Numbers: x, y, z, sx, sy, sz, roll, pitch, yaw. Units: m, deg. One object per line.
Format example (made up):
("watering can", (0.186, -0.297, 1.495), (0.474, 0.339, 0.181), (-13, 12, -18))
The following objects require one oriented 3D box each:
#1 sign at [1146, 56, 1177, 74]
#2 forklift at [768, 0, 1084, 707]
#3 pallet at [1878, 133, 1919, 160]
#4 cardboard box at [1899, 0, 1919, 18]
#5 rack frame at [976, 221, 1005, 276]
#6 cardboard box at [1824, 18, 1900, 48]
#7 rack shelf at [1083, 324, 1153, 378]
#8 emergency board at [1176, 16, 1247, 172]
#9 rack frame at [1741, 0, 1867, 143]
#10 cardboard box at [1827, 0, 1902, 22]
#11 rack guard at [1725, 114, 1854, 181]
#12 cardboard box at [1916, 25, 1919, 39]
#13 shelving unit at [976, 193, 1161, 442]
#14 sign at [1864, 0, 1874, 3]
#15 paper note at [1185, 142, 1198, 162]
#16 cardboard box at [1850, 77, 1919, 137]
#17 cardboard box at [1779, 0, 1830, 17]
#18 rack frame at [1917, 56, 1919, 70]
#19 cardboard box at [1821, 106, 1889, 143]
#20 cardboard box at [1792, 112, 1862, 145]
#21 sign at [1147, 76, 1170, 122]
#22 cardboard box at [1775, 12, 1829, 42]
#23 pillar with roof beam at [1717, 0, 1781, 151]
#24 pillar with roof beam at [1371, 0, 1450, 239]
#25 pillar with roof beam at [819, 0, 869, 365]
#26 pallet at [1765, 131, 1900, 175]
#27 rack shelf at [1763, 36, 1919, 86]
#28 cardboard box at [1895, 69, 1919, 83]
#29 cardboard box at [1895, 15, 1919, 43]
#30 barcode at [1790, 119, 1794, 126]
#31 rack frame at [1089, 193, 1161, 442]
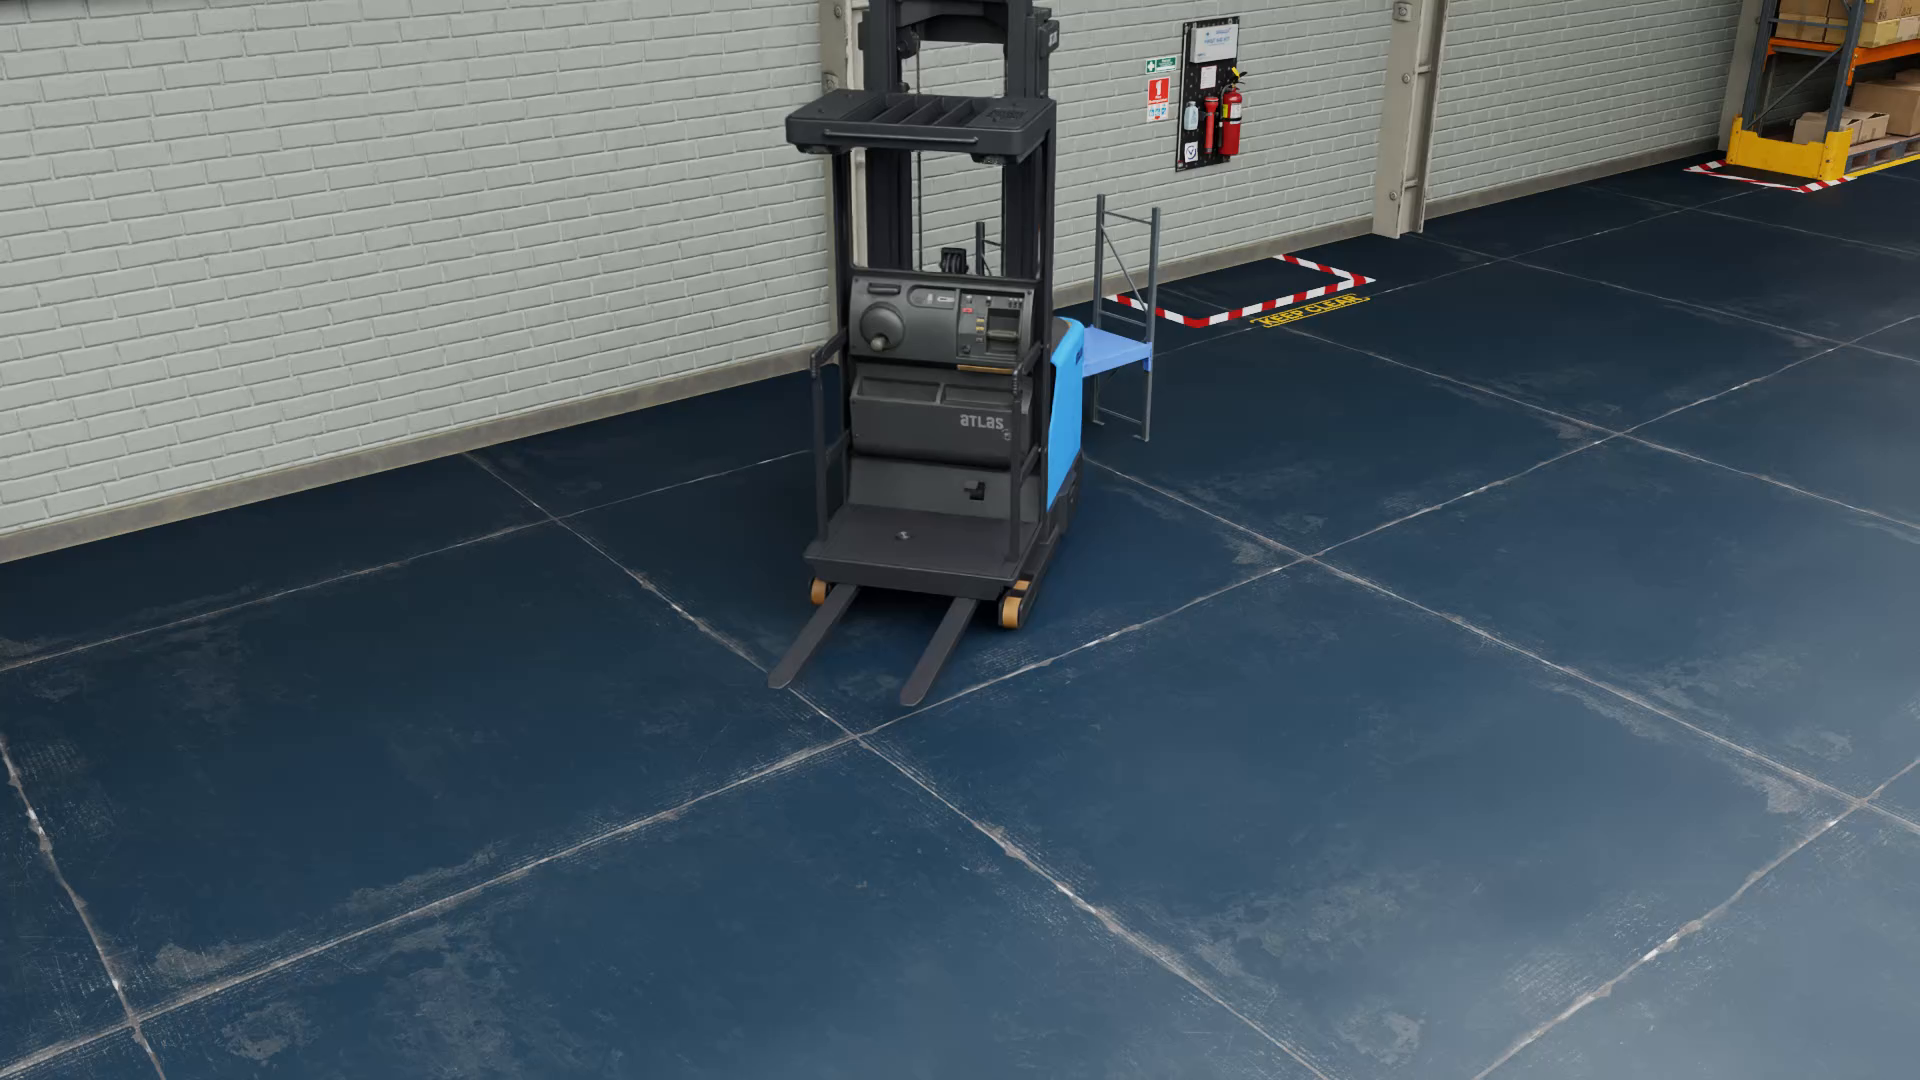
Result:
("sign", (1.579, -3.728, 13.048), (0.331, 0.109, 0.001), (-18, 31, -34))
("forklift", (-0.147, -1.062, 8.057), (1.130, 2.935, 3.031), (6, 26, 13))
("pallet", (10.421, -4.572, 18.850), (1.213, 0.211, 1.003), (-18, 31, -34))
("cardboard box", (9.697, -5.733, 17.303), (0.500, 0.500, 0.500), (-18, 30, -34))
("rack frame", (0.273, -1.103, 9.844), (0.032, 1.500, 0.500), (-21, 32, -37))
("cardboard box", (9.321, -5.265, 17.185), (0.500, 0.250, 0.500), (-19, 31, -35))
("rack shelf", (0.650, -1.083, 10.228), (1.000, 0.185, 0.538), (-21, 32, -37))
("emergency board", (2.068, -3.583, 13.406), (0.643, 1.169, 0.194), (-18, 31, -34))
("rack frame", (8.741, -5.302, 17.111), (0.127, 3.000, 1.000), (-18, 31, -34))
("cardboard box", (9.302, -5.608, 17.034), (0.500, 0.500, 0.500), (-18, 31, -34))
("rack guard", (8.801, -4.188, 17.680), (0.348, 0.500, 1.175), (-18, 31, -34))
("cardboard box", (10.125, -5.535, 17.767), (0.500, 0.250, 0.500), (-19, 31, -35))
("shelving unit", (0.650, -1.246, 10.153), (1.048, 1.500, 0.538), (-21, 32, -37))
("sign", (9.076, -5.515, 16.542), (0.005, 0.325, 0.100), (-18, 31, -34))
("paper note", (1.886, -3.160, 13.542), (0.142, 0.148, 0.016), (-18, 31, -34))
("cardboard box", (10.398, -4.840, 18.562), (0.500, 0.500, 0.700), (-21, 32, -37))
("cardboard box", (8.981, -5.776, 17.396), (0.500, 0.500, 0.500), (-19, 31, -35))
("rack frame", (11.889, -6.341, 19.350), (0.127, 3.000, 1.000), (-18, 31, -34))
("cardboard box", (9.790, -4.580, 18.227), (0.500, 0.311, 0.500), (-15, 29, -30))
("cardboard box", (9.341, -4.432, 17.908), (0.500, 0.311, 0.500), (-23, 33, -40))
("sign", (1.570, -3.489, 13.163), (0.234, 0.329, 0.001), (-18, 31, -34))
("cardboard box", (8.989, -5.429, 17.539), (0.500, 0.250, 0.500), (-18, 30, -33))
("pillar with roof beam", (11.414, -7.066, 13.785), (0.400, 9.000, 9.100), (-18, 31, -34))
("pillar with roof beam", (6.693, -5.507, 10.427), (0.400, 9.000, 9.100), (-18, 31, -34))
("pillar with roof beam", (1.971, -3.948, 7.068), (0.400, 9.000, 9.100), (-18, 31, -34))
("pallet", (9.462, -4.256, 18.170), (1.213, 0.211, 1.003), (-18, 31, -34))
("rack shelf", (10.315, -5.495, 18.382), (4.000, 0.370, 1.077), (-18, 31, -34))
("cardboard box", (11.097, -5.124, 19.174), (0.500, 0.500, 0.500), (-21, 32, -38))
("cardboard box", (9.721, -5.404, 17.486), (0.500, 0.250, 0.500), (-19, 31, -36))
("barcode", (9.108, -4.573, 18.202), (0.075, 0.075, 0.001), (-18, 31, -34))
("rack frame", (1.028, -1.389, 10.461), (0.032, 1.500, 0.500), (-21, 32, -37))
